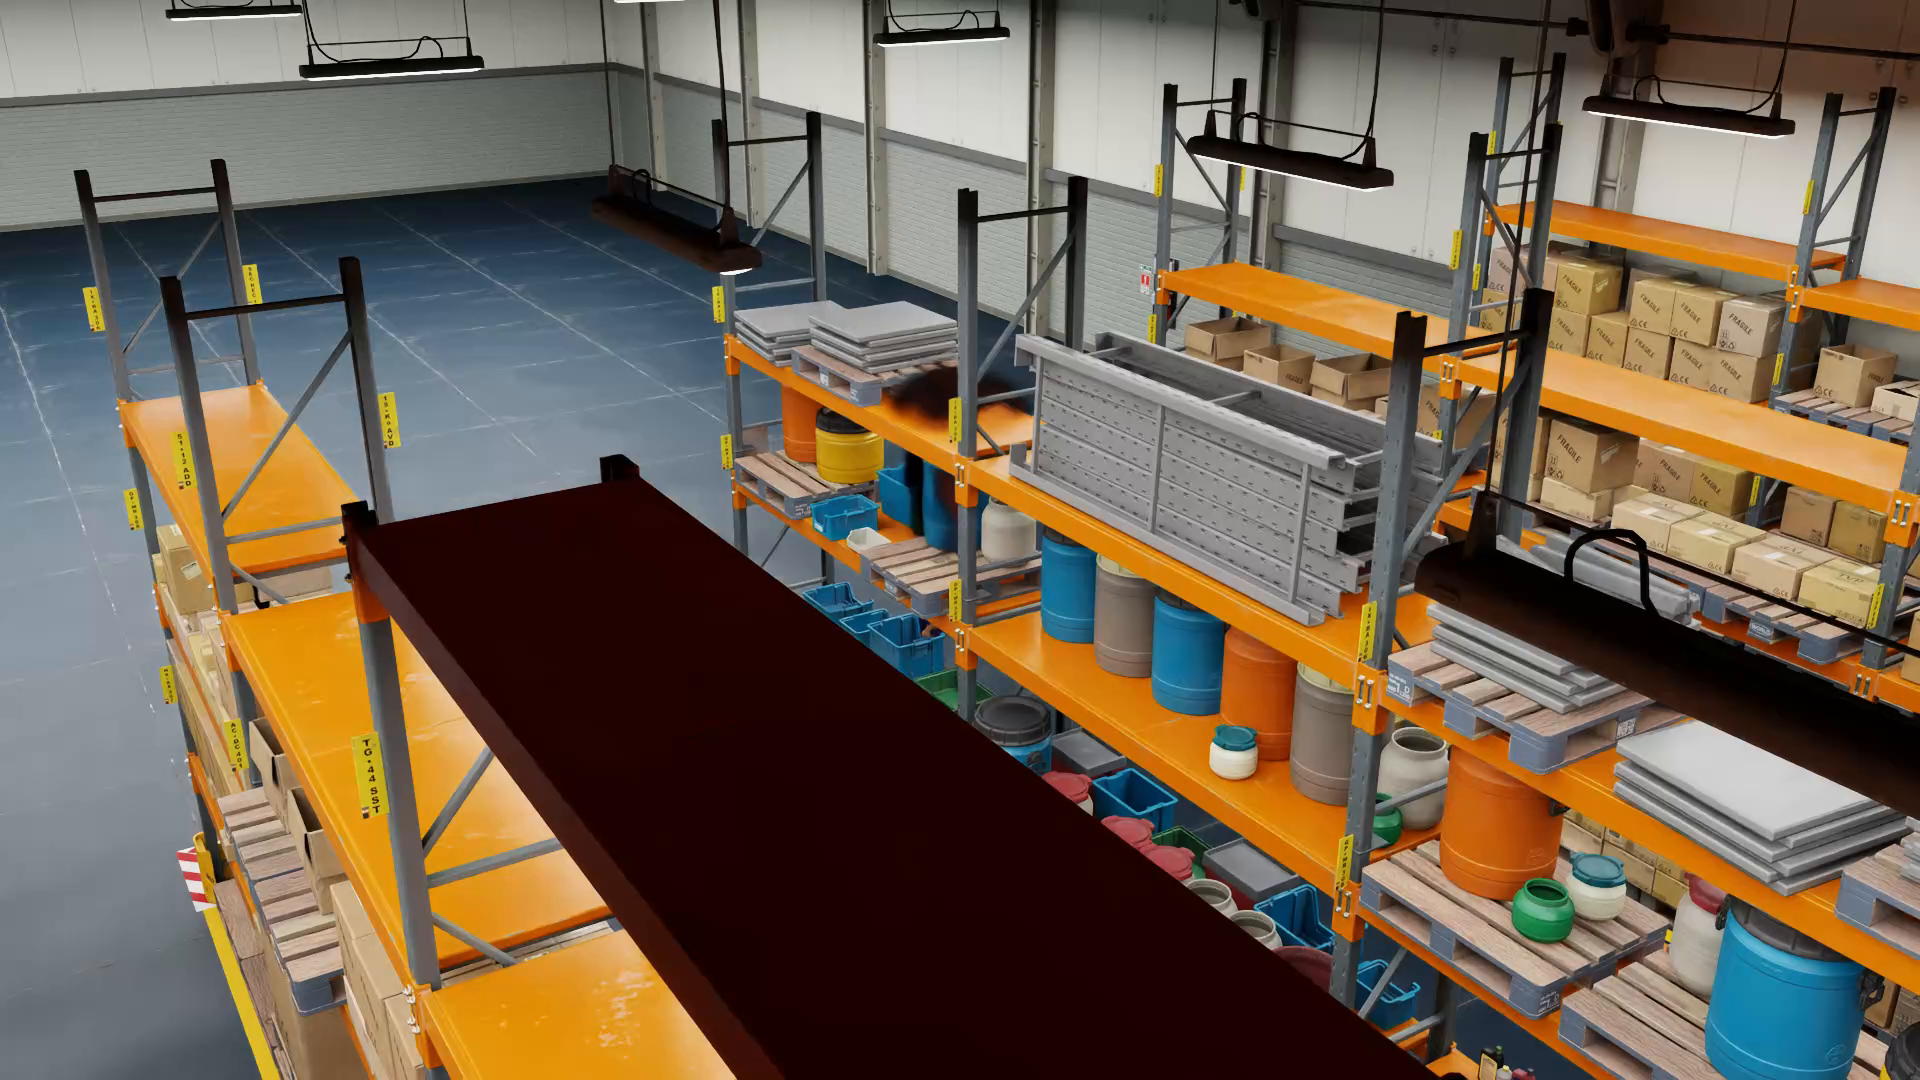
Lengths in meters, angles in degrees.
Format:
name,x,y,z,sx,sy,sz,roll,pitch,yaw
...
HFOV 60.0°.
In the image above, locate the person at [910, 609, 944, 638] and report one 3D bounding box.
name,x,y,z,sx,sy,sz,roll,pitch,yaw
person,-0.350,0.809,17.073,0.342,1.584,0.559,-8,23,-19
